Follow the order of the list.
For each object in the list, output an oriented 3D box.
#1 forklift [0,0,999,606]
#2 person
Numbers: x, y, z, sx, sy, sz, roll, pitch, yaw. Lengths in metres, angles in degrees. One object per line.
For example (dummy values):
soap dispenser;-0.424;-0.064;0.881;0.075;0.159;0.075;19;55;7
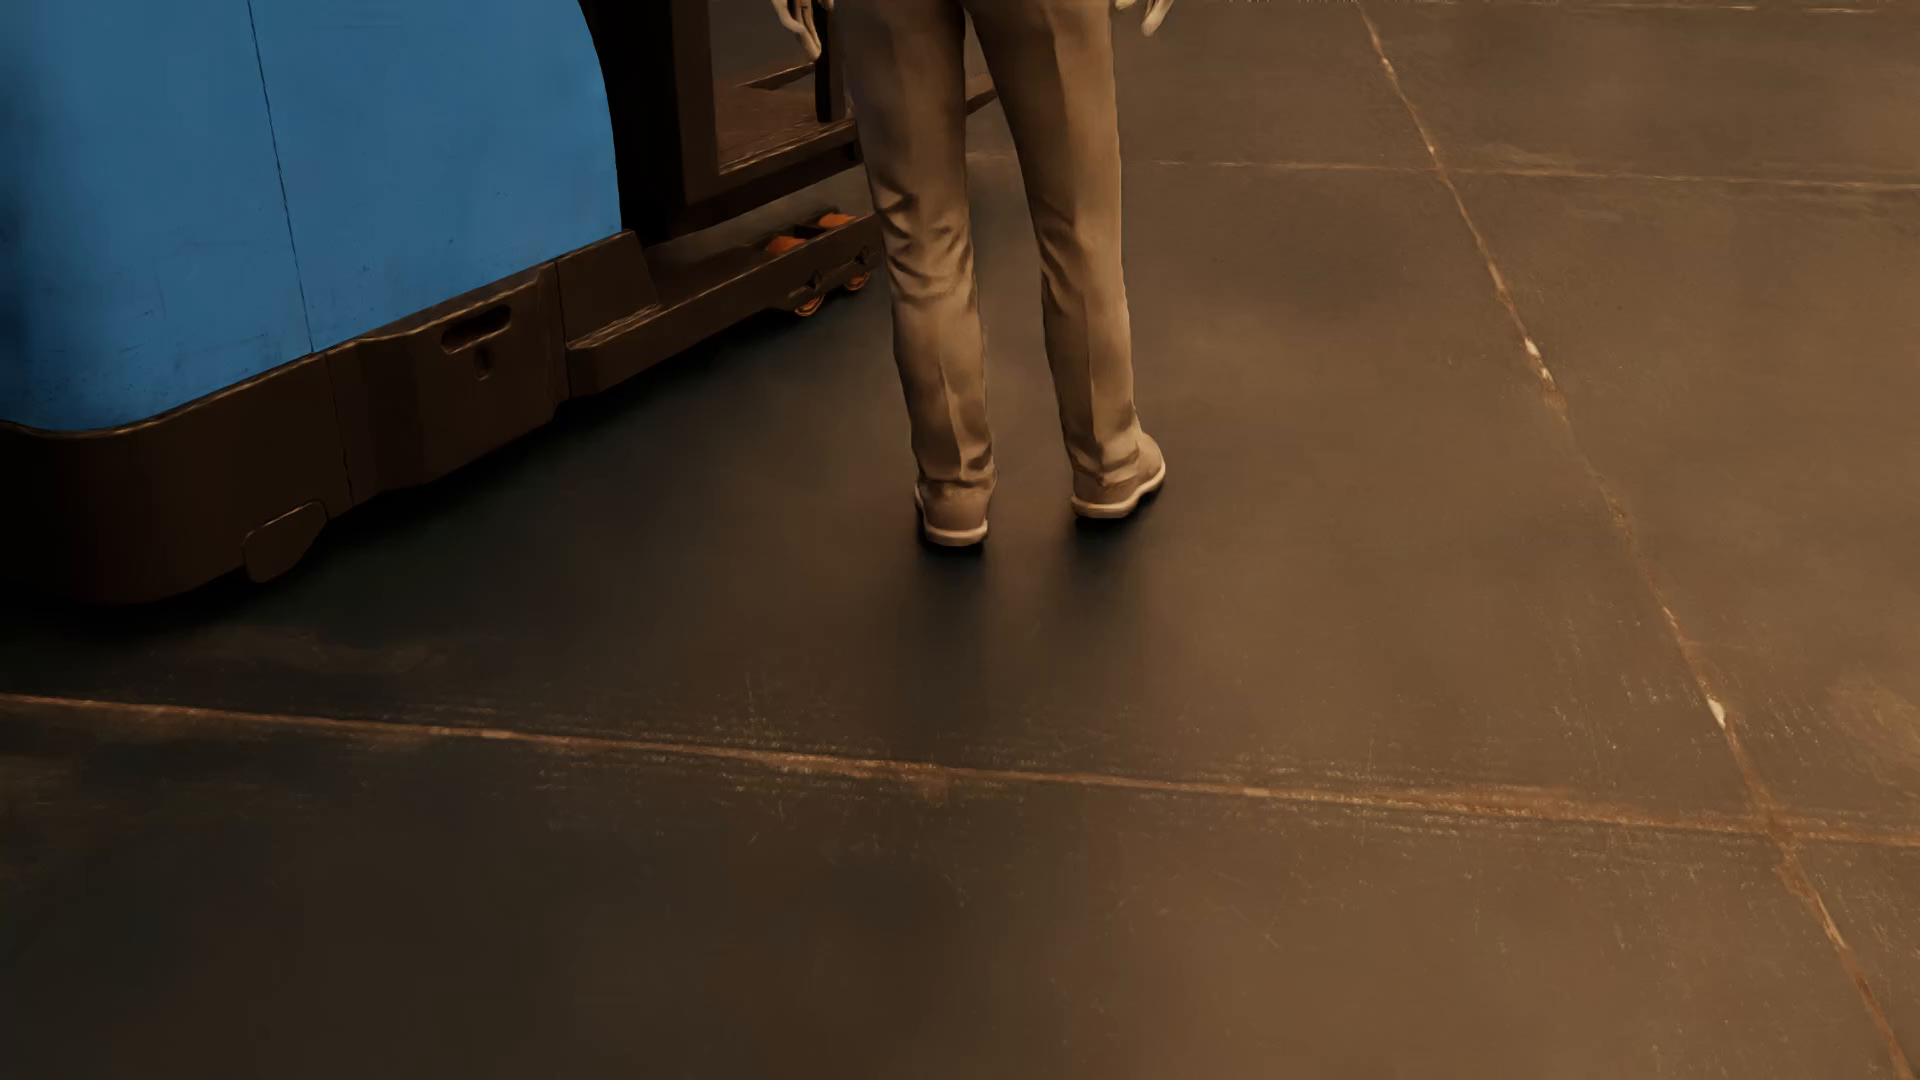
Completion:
forklift;-0.825;-1.851;2.927;1.130;2.935;3.031;13;29;24
person;0.016;-0.794;2.178;0.586;1.695;0.532;3;27;7
